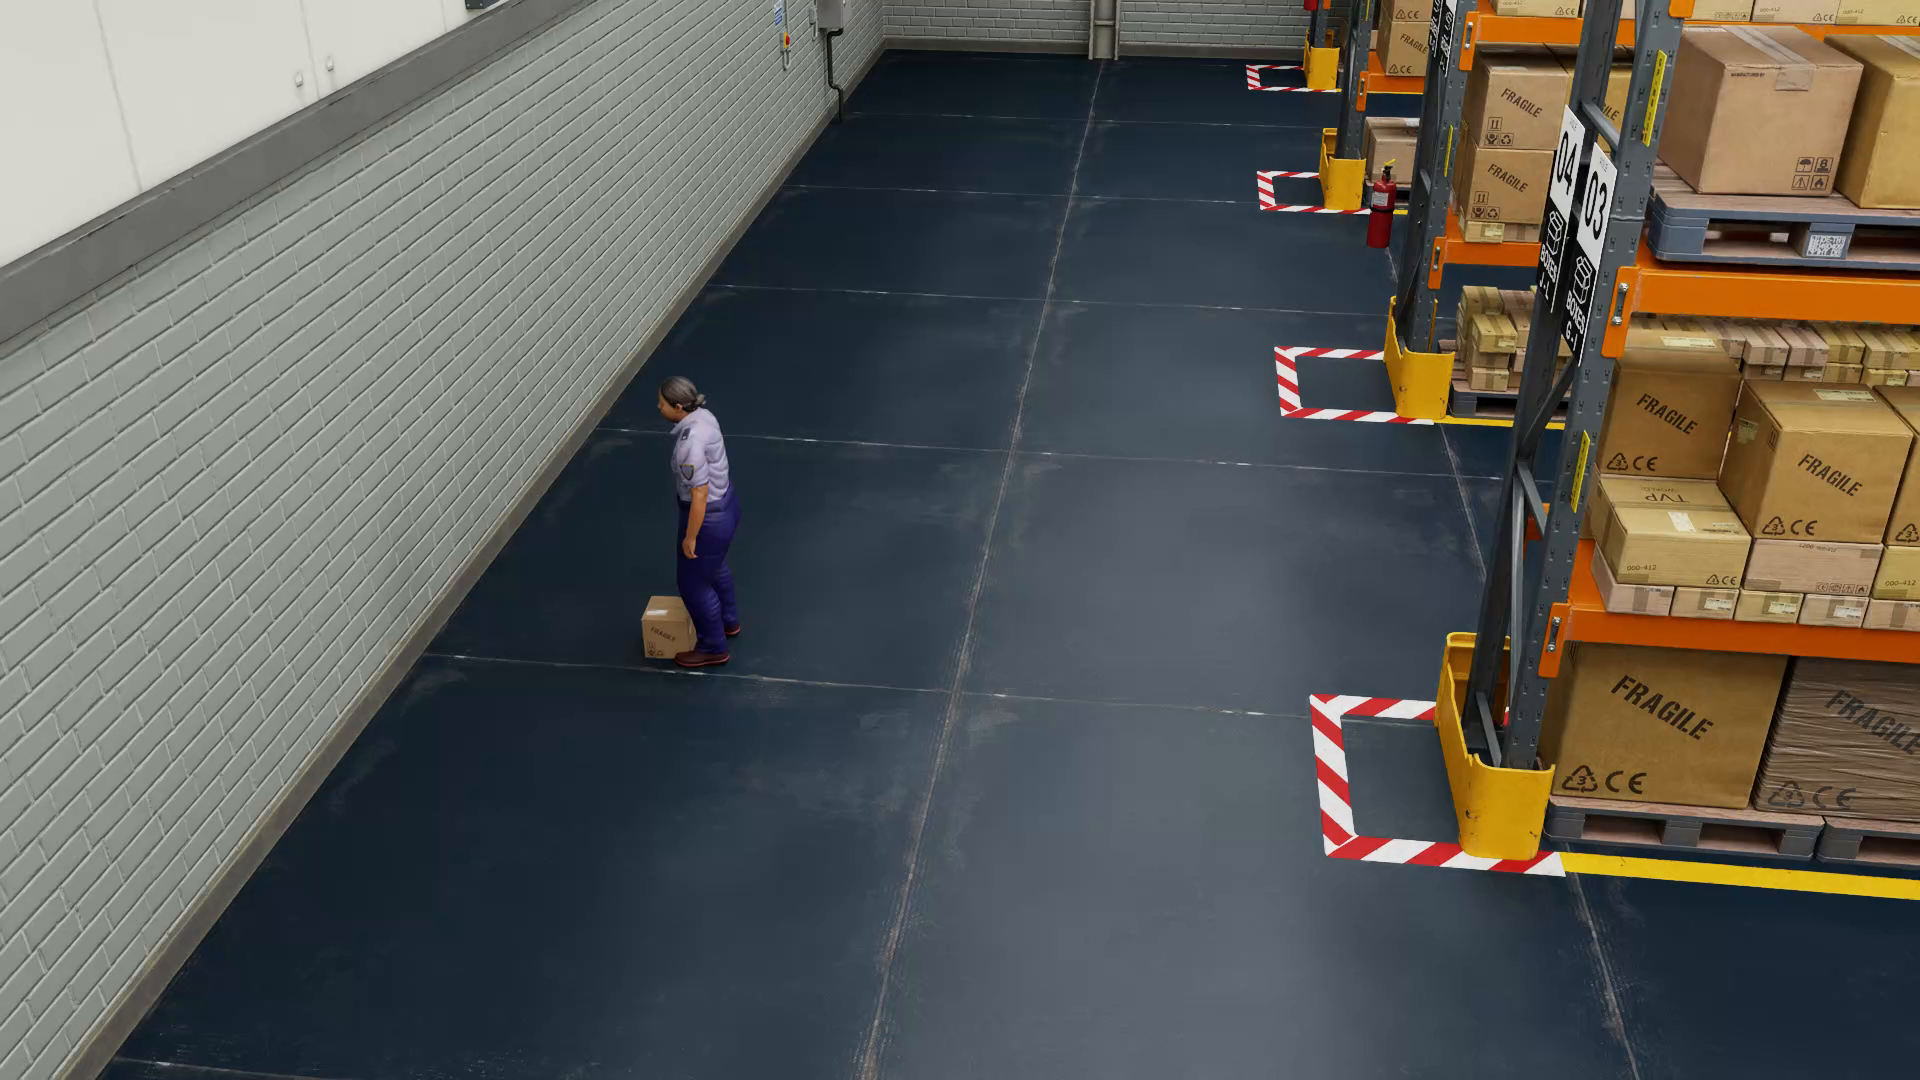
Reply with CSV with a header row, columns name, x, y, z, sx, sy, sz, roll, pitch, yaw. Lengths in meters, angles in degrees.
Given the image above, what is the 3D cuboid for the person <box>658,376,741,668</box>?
name,x,y,z,sx,sy,sz,roll,pitch,yaw
person,-1.370,-0.122,8.856,0.377,1.651,0.552,2,29,3
